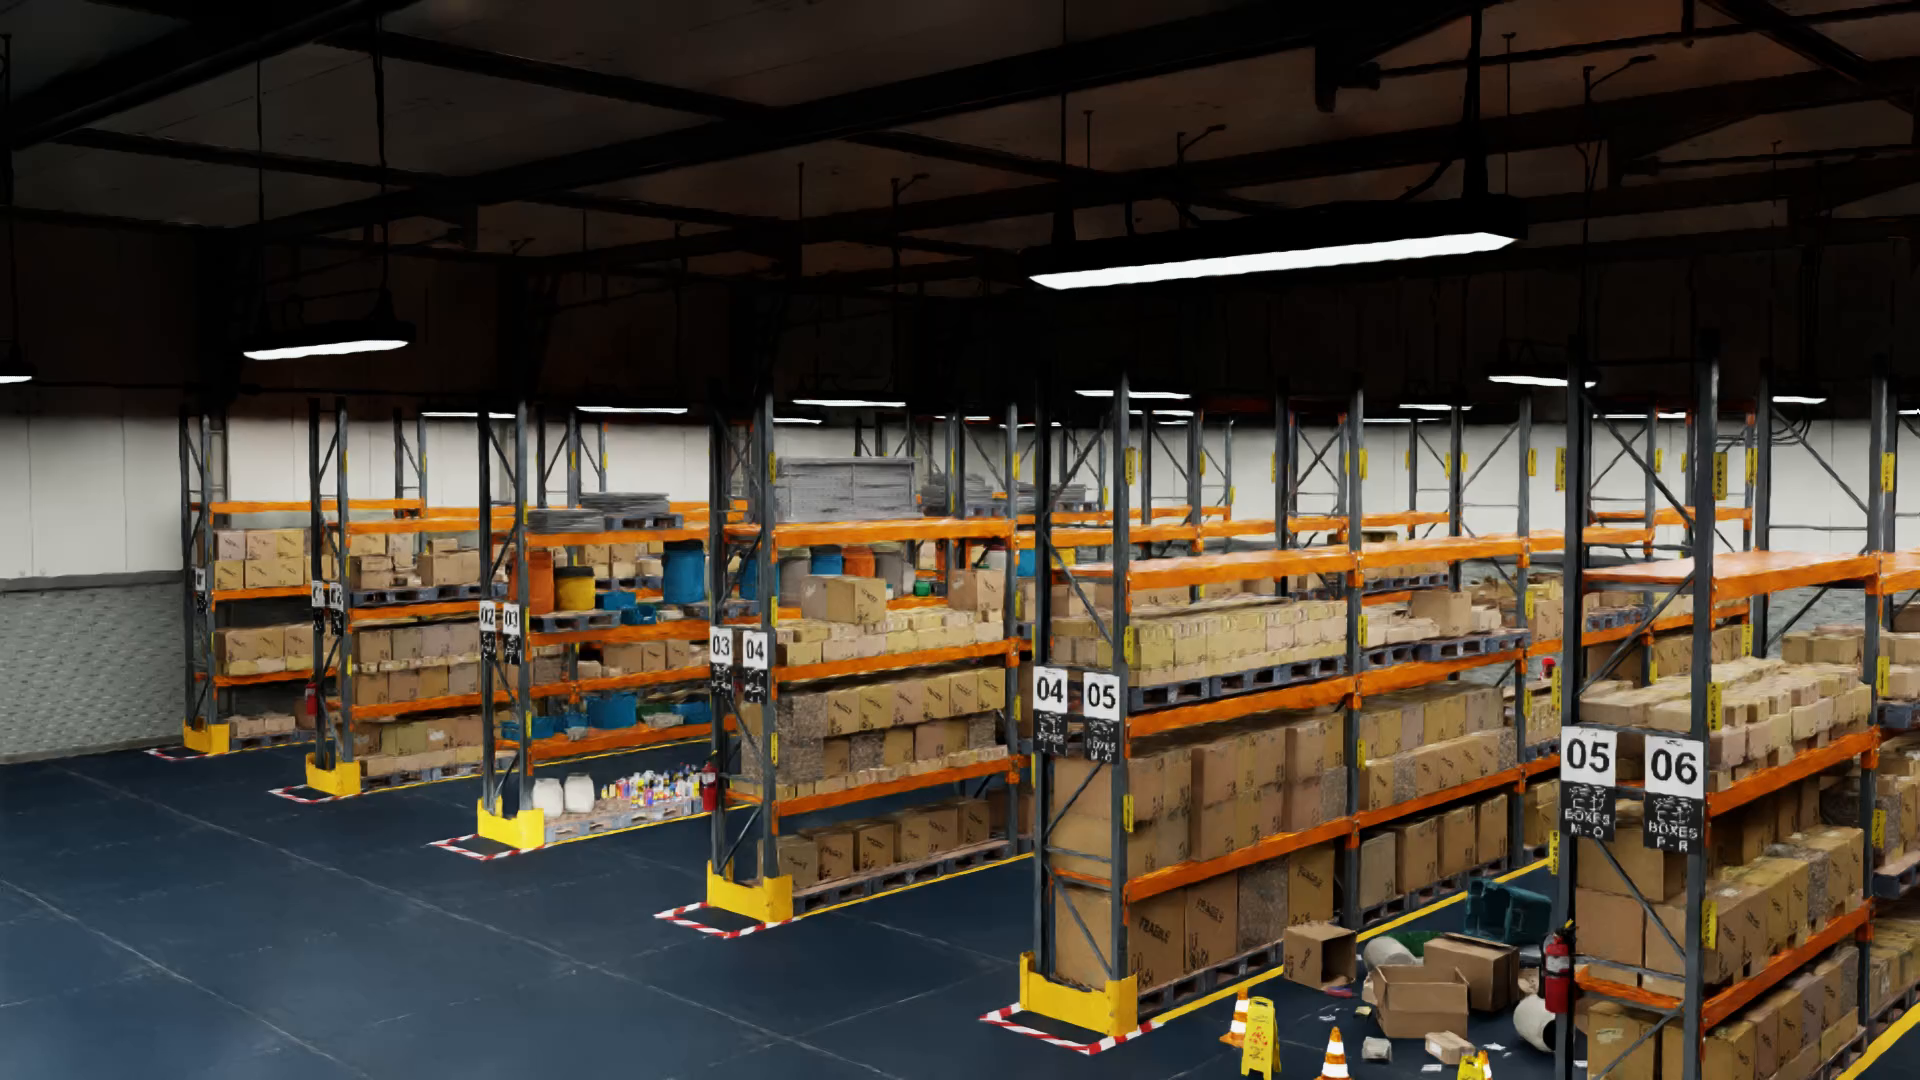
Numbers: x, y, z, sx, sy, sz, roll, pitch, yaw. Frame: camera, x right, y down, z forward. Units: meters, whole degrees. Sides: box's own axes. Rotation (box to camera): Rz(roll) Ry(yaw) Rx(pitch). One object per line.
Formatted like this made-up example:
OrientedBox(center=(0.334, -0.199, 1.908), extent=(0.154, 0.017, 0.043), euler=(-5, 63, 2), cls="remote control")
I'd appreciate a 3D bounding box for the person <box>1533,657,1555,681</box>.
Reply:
OrientedBox(center=(9.943, 2.826, 28.039), extent=(0.677, 1.742, 0.547), euler=(3, 4, 42), cls="person")
